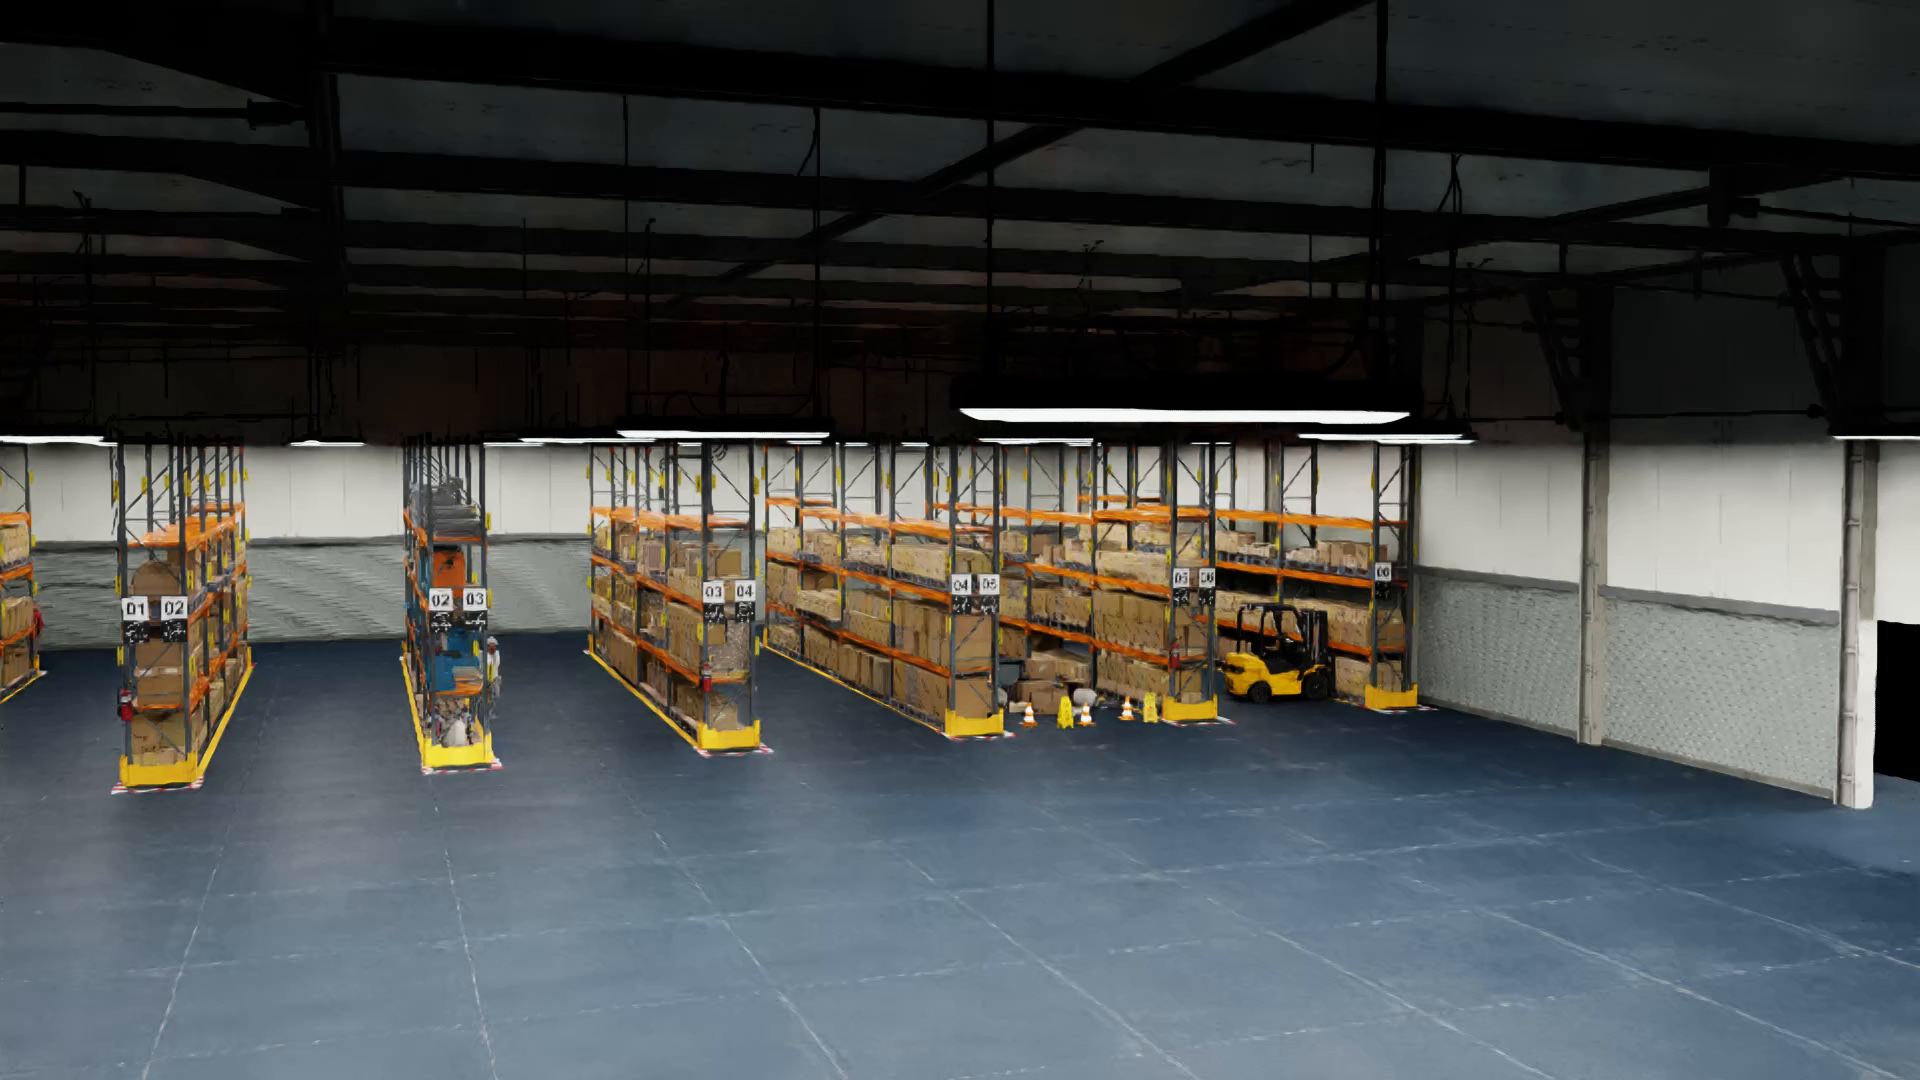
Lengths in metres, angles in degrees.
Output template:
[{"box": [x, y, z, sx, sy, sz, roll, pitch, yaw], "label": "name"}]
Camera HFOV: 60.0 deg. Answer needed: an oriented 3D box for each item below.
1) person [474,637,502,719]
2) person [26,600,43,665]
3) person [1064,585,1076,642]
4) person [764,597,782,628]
[{"box": [-10.040, 2.904, 35.237, 0.685, 1.744, 0.675, 2, 4, 35], "label": "person"}, {"box": [-24.308, 2.443, 43.495, 0.500, 1.718, 0.712, 1, 3, 10], "label": "person"}, {"box": [3.257, 2.157, 49.052, 0.382, 1.673, 0.563, -1, 3, -11], "label": "person"}, {"box": [-5.945, 1.940, 52.895, 0.574, 1.722, 0.956, 0, 3, 2], "label": "person"}]
